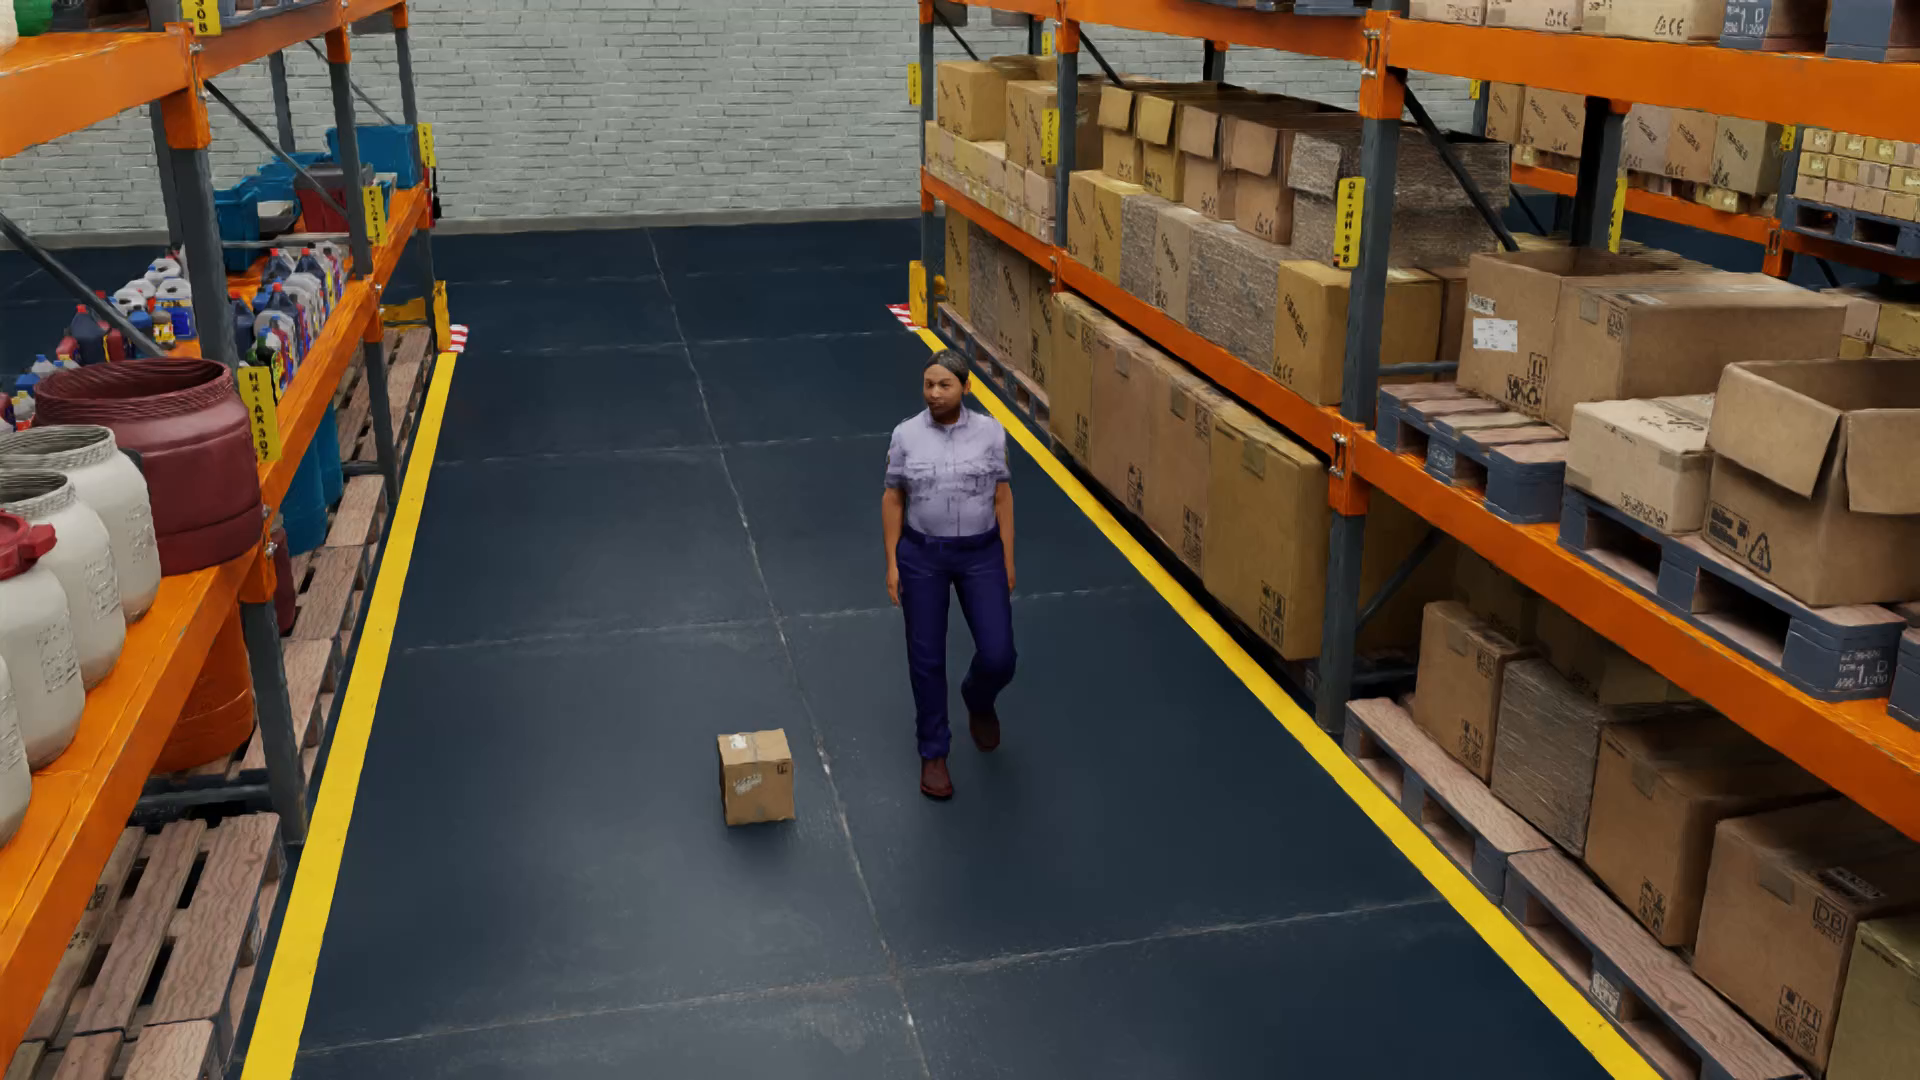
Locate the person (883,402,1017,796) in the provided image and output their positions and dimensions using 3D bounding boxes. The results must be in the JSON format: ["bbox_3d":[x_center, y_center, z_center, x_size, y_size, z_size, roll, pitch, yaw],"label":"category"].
[{"bbox_3d":[-0.036,0.208,6.297,0.496,1.444,0.548,-1,20,-2],"label":"person"}]
